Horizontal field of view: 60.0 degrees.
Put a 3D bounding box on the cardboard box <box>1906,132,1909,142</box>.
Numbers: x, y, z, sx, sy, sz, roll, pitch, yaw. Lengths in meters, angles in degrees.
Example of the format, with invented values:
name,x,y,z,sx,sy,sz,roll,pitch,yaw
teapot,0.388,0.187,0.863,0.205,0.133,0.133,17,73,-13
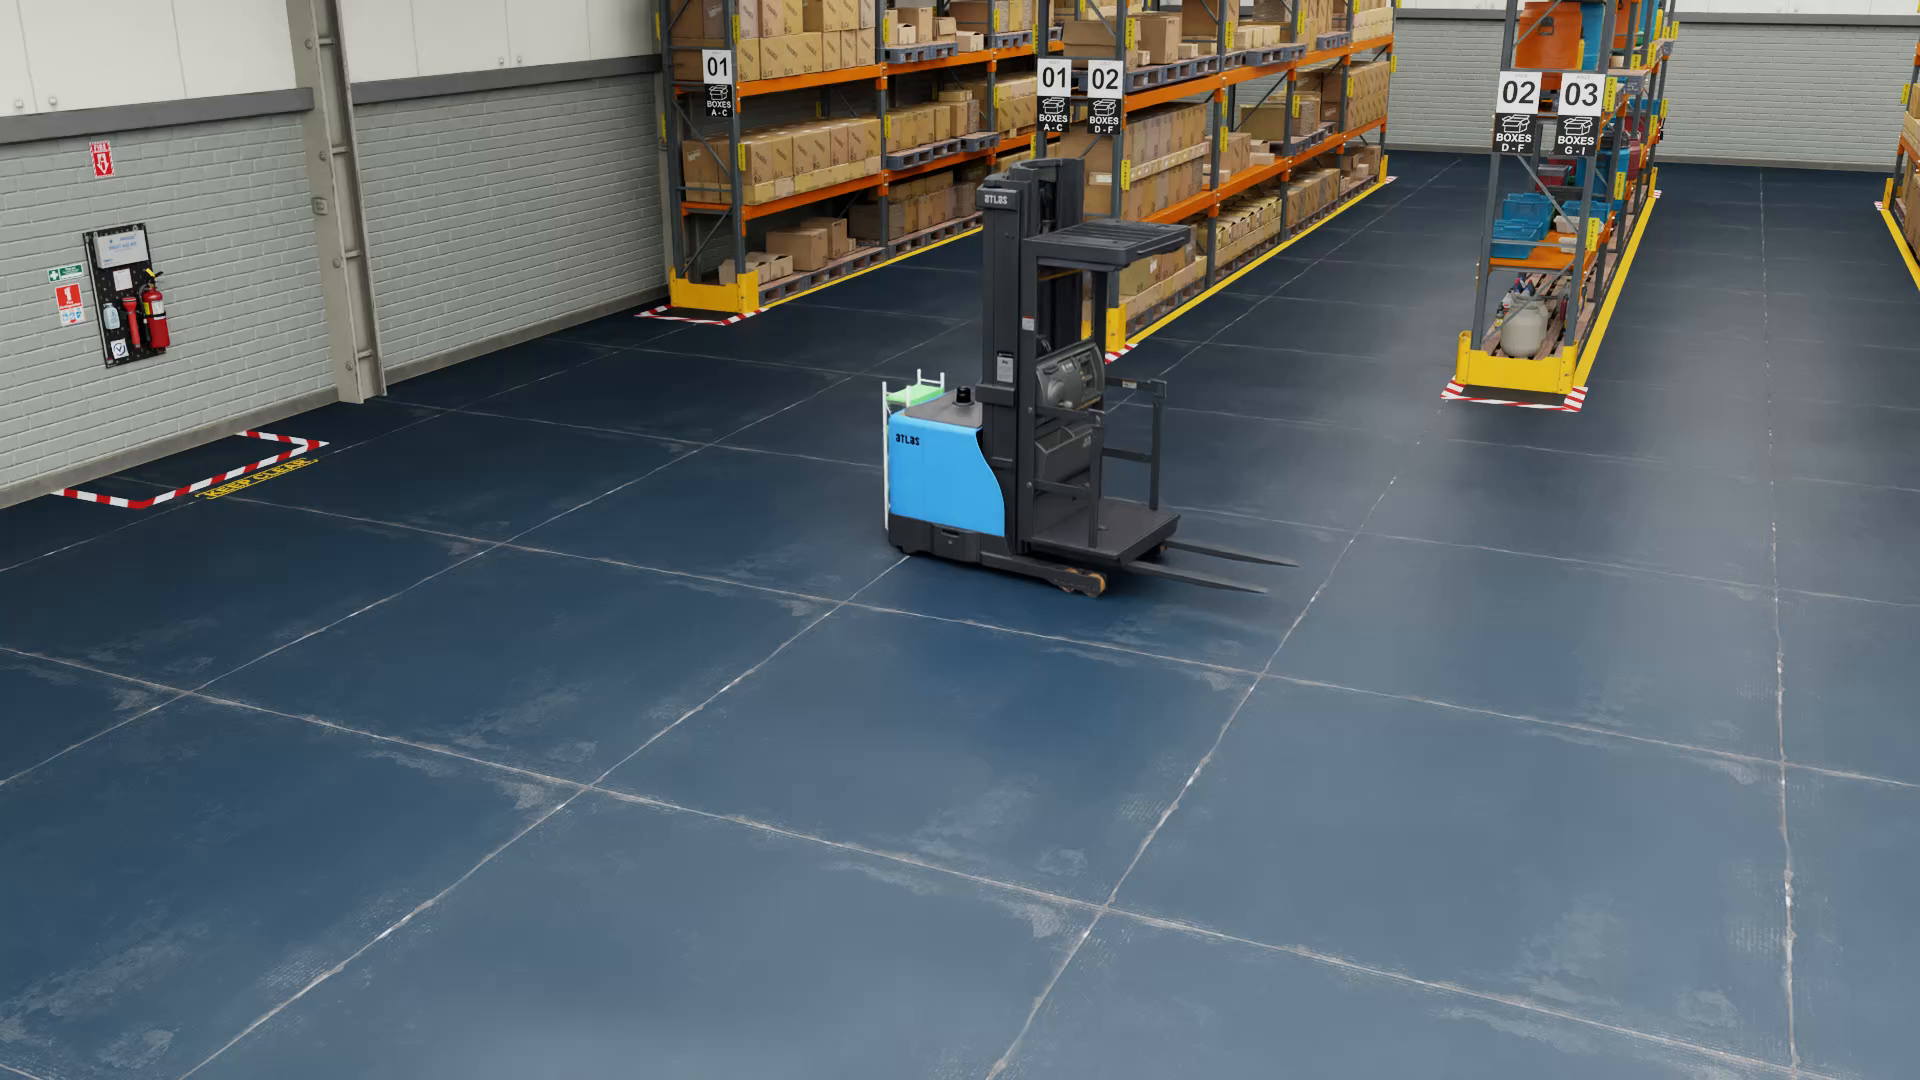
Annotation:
name,x,y,z,sx,sy,sz,roll,pitch,yaw
cardboard box,16.062,-6.735,27.804,0.380,0.149,0.250,8,21,22

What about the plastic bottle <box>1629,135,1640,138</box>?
name,x,y,z,sx,sy,sz,roll,pitch,yaw
plastic bottle,10.754,-6.352,26.539,0.152,0.276,0.135,9,21,23

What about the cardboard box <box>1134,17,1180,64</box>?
name,x,y,z,sx,sy,sz,roll,pitch,yaw
cardboard box,2.268,-5.894,19.604,0.500,0.500,0.500,9,21,23

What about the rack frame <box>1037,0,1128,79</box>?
name,x,y,z,sx,sy,sz,roll,pitch,yaw
rack frame,1.339,-6.526,17.890,1.000,3.000,0.127,9,21,23

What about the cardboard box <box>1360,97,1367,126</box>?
name,x,y,z,sx,sy,sz,roll,pitch,yaw
cardboard box,7.124,-7.843,30.397,0.500,0.500,0.500,8,21,22

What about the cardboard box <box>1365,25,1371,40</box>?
name,x,y,z,sx,sy,sz,roll,pitch,yaw
cardboard box,7.092,-9.130,29.913,0.500,0.250,0.500,9,21,23

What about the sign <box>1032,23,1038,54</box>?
name,x,y,z,sx,sy,sz,roll,pitch,yaw
sign,0.850,-5.572,18.479,0.100,0.325,0.005,9,21,23

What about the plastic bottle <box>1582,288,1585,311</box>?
name,x,y,z,sx,sy,sz,roll,pitch,yaw
plastic bottle,7.415,-2.906,19.960,0.144,0.351,0.185,7,21,20

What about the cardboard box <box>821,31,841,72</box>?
name,x,y,z,sx,sy,sz,roll,pitch,yaw
cardboard box,-1.936,-6.555,22.269,0.500,0.500,0.500,8,21,21

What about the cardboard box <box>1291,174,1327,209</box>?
name,x,y,z,sx,sy,sz,roll,pitch,yaw
cardboard box,5.897,-5.904,28.168,0.500,0.500,0.500,9,21,23

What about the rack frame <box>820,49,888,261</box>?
name,x,y,z,sx,sy,sz,roll,pitch,yaw
rack frame,-1.544,-5.601,24.242,1.000,3.000,0.127,9,21,23

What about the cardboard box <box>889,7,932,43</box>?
name,x,y,z,sx,sy,sz,roll,pitch,yaw
cardboard box,-0.742,-7.793,25.151,0.500,0.500,0.500,8,21,21

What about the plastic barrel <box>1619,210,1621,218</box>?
name,x,y,z,sx,sy,sz,roll,pitch,yaw
plastic barrel,10.532,-5.733,27.116,0.600,0.901,0.708,9,21,23

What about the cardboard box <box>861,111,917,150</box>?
name,x,y,z,sx,sy,sz,roll,pitch,yaw
cardboard box,-1.069,-6.176,25.053,0.700,0.500,0.500,11,22,28

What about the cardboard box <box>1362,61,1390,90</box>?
name,x,y,z,sx,sy,sz,roll,pitch,yaw
cardboard box,7.960,-8.935,31.976,0.500,0.500,0.500,8,21,22

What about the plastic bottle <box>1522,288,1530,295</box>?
name,x,y,z,sx,sy,sz,roll,pitch,yaw
plastic bottle,6.836,-2.913,20.098,0.097,0.271,0.097,0,20,0

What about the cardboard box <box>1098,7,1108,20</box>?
name,x,y,z,sx,sy,sz,roll,pitch,yaw
cardboard box,2.477,-9.963,31.479,0.500,0.250,0.500,8,21,22

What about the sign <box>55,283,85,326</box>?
name,x,y,z,sx,sy,sz,roll,pitch,yaw
sign,-7.509,-1.989,14.031,0.001,0.329,0.234,9,21,23

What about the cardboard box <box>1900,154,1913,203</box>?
name,x,y,z,sx,sy,sz,roll,pitch,yaw
cardboard box,16.738,-6.221,28.528,0.875,0.875,0.875,9,21,23

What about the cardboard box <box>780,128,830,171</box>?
name,x,y,z,sx,sy,sz,roll,pitch,yaw
cardboard box,-2.083,-5.241,22.305,0.500,0.500,0.500,9,22,24

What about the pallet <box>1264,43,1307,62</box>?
name,x,y,z,sx,sy,sz,roll,pitch,yaw
pallet,4.419,-7.250,24.683,1.213,0.211,1.003,10,22,25

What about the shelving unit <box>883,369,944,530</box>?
name,x,y,z,sx,sy,sz,roll,pitch,yaw
shelving unit,-0.358,-0.701,13.147,0.258,1.200,0.503,12,23,30

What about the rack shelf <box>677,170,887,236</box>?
name,x,y,z,sx,sy,sz,roll,pitch,yaw
rack shelf,-2.363,-4.651,22.643,1.077,0.370,4.000,9,21,23

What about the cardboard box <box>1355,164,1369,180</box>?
name,x,y,z,sx,sy,sz,roll,pitch,yaw
cardboard box,7.477,-7.016,31.668,0.500,0.250,0.500,9,21,23

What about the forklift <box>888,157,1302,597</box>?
name,x,y,z,sx,sy,sz,roll,pitch,yaw
forklift,0.973,-1.177,11.905,3.031,2.935,1.130,12,23,30

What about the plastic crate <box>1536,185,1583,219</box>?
name,x,y,z,sx,sy,sz,roll,pitch,yaw
plastic crate,7.164,-4.070,20.029,0.767,0.338,0.504,9,21,23

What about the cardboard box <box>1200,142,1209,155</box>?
name,x,y,z,sx,sy,sz,roll,pitch,yaw
cardboard box,3.061,-5.163,21.892,0.380,0.149,0.250,9,21,23

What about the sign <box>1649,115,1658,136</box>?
name,x,y,z,sx,sy,sz,roll,pitch,yaw
sign,11.272,-6.742,27.036,0.100,0.325,0.005,9,21,23

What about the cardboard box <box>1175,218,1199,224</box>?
name,x,y,z,sx,sy,sz,roll,pitch,yaw
cardboard box,3.089,-4.412,23.539,0.500,0.311,0.500,9,22,24

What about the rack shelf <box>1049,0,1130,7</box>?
name,x,y,z,sx,sy,sz,roll,pitch,yaw
rack shelf,2.158,-6.610,19.797,1.077,0.370,4.000,9,21,23

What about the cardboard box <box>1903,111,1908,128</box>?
name,x,y,z,sx,sy,sz,roll,pitch,yaw
cardboard box,16.484,-7.190,28.490,0.500,0.250,0.500,8,21,21

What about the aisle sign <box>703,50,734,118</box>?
name,x,y,z,sx,sy,sz,roll,pitch,yaw
aisle sign,-2.938,-5.540,20.190,0.394,0.787,0.004,9,21,23

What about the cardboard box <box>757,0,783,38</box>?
name,x,y,z,sx,sy,sz,roll,pitch,yaw
cardboard box,-2.551,-6.550,20.762,0.500,0.500,0.500,8,21,22

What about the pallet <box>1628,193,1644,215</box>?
name,x,y,z,sx,sy,sz,roll,pitch,yaw
pallet,11.534,-5.978,29.463,1.003,0.211,1.213,9,21,23

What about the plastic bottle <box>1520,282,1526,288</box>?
name,x,y,z,sx,sy,sz,roll,pitch,yaw
plastic bottle,6.857,-3.026,20.409,0.152,0.276,0.135,9,22,25

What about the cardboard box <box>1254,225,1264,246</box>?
name,x,y,z,sx,sy,sz,roll,pitch,yaw
cardboard box,4.206,-4.542,24.741,0.500,0.250,0.500,9,22,24

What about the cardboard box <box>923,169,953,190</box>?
name,x,y,z,sx,sy,sz,roll,pitch,yaw
cardboard box,-0.444,-5.814,26.795,0.500,0.250,0.500,9,21,24

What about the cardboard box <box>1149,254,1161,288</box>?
name,x,y,z,sx,sy,sz,roll,pitch,yaw
cardboard box,2.158,-3.397,20.401,0.500,0.500,0.500,9,21,23

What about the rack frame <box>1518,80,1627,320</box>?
name,x,y,z,sx,sy,sz,roll,pitch,yaw
rack frame,7.494,-4.242,20.420,1.000,3.000,0.127,9,21,23

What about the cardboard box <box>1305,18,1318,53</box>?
name,x,y,z,sx,sy,sz,roll,pitch,yaw
cardboard box,5.185,-8.059,26.526,0.910,0.500,0.500,9,21,23

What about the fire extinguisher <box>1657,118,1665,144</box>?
name,x,y,z,sx,sy,sz,roll,pitch,yaw
fire extinguisher,12.885,-7.682,30.764,0.296,0.674,0.183,9,21,23

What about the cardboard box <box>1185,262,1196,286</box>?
name,x,y,z,sx,sy,sz,roll,pitch,yaw
cardboard box,2.773,-3.502,21.815,0.500,0.250,0.500,9,21,23

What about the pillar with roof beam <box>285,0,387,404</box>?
name,x,y,z,sx,sy,sz,roll,pitch,yaw
pillar with roof beam,-2.214,-5.113,13.915,9.100,9.000,0.400,9,21,23

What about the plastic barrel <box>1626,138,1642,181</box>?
name,x,y,z,sx,sy,sz,roll,pitch,yaw
plastic barrel,9.219,-5.345,23.319,0.600,0.536,0.708,9,21,23

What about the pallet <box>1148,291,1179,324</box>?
name,x,y,z,sx,sy,sz,roll,pitch,yaw
pallet,2.115,-2.997,21.081,1.003,0.211,1.213,9,21,23

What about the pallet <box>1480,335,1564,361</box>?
name,x,y,z,sx,sy,sz,roll,pitch,yaw
pallet,6.182,-1.982,18.228,1.003,0.211,1.213,9,21,23

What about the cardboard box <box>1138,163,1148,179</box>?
name,x,y,z,sx,sy,sz,roll,pitch,yaw
cardboard box,2.011,-4.377,19.682,0.380,0.149,0.250,8,21,22

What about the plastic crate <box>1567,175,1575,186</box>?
name,x,y,z,sx,sy,sz,roll,pitch,yaw
plastic crate,7.950,-4.713,22.061,0.450,0.188,0.662,9,21,23

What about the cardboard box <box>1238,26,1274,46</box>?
name,x,y,z,sx,sy,sz,roll,pitch,yaw
cardboard box,4.282,-7.377,24.355,0.500,0.250,0.500,9,22,24

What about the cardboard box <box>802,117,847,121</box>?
name,x,y,z,sx,sy,sz,roll,pitch,yaw
cardboard box,-1.927,-5.778,23.815,0.500,0.500,0.500,8,21,21

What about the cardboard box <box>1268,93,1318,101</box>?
name,x,y,z,sx,sy,sz,roll,pitch,yaw
cardboard box,5.631,-7.280,28.187,0.700,0.500,0.500,12,23,31

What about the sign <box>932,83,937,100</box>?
name,x,y,z,sx,sy,sz,roll,pitch,yaw
sign,-0.414,-7.445,27.698,0.100,0.325,0.005,9,21,23

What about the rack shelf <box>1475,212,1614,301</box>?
name,x,y,z,sx,sy,sz,roll,pitch,yaw
rack shelf,6.675,-3.291,18.821,1.077,0.370,4.000,9,21,23

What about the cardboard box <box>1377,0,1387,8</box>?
name,x,y,z,sx,sy,sz,roll,pitch,yaw
cardboard box,7.695,-10.363,31.514,0.700,0.500,0.500,9,21,23

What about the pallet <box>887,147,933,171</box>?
name,x,y,z,sx,sy,sz,roll,pitch,yaw
pallet,-1.098,-5.724,24.875,1.003,0.211,1.213,9,21,23

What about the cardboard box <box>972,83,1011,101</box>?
name,x,y,z,sx,sy,sz,roll,pitch,yaw
cardboard box,0.527,-7.486,27.800,0.500,0.250,0.500,9,22,24

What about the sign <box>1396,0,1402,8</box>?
name,x,y,z,sx,sy,sz,roll,pitch,yaw
sign,8.389,-10.339,31.766,0.100,0.325,0.005,9,21,23

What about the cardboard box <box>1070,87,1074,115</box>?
name,x,y,z,sx,sy,sz,roll,pitch,yaw
cardboard box,1.773,-8.068,30.554,0.500,0.500,0.500,8,21,22

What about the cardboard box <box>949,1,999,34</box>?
name,x,y,z,sx,sy,sz,roll,pitch,yaw
cardboard box,0.237,-8.645,27.518,0.700,0.500,0.500,7,21,18

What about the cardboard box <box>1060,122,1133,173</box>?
name,x,y,z,sx,sy,sz,roll,pitch,yaw
cardboard box,1.564,-4.515,19.103,0.700,0.500,0.500,9,21,23
